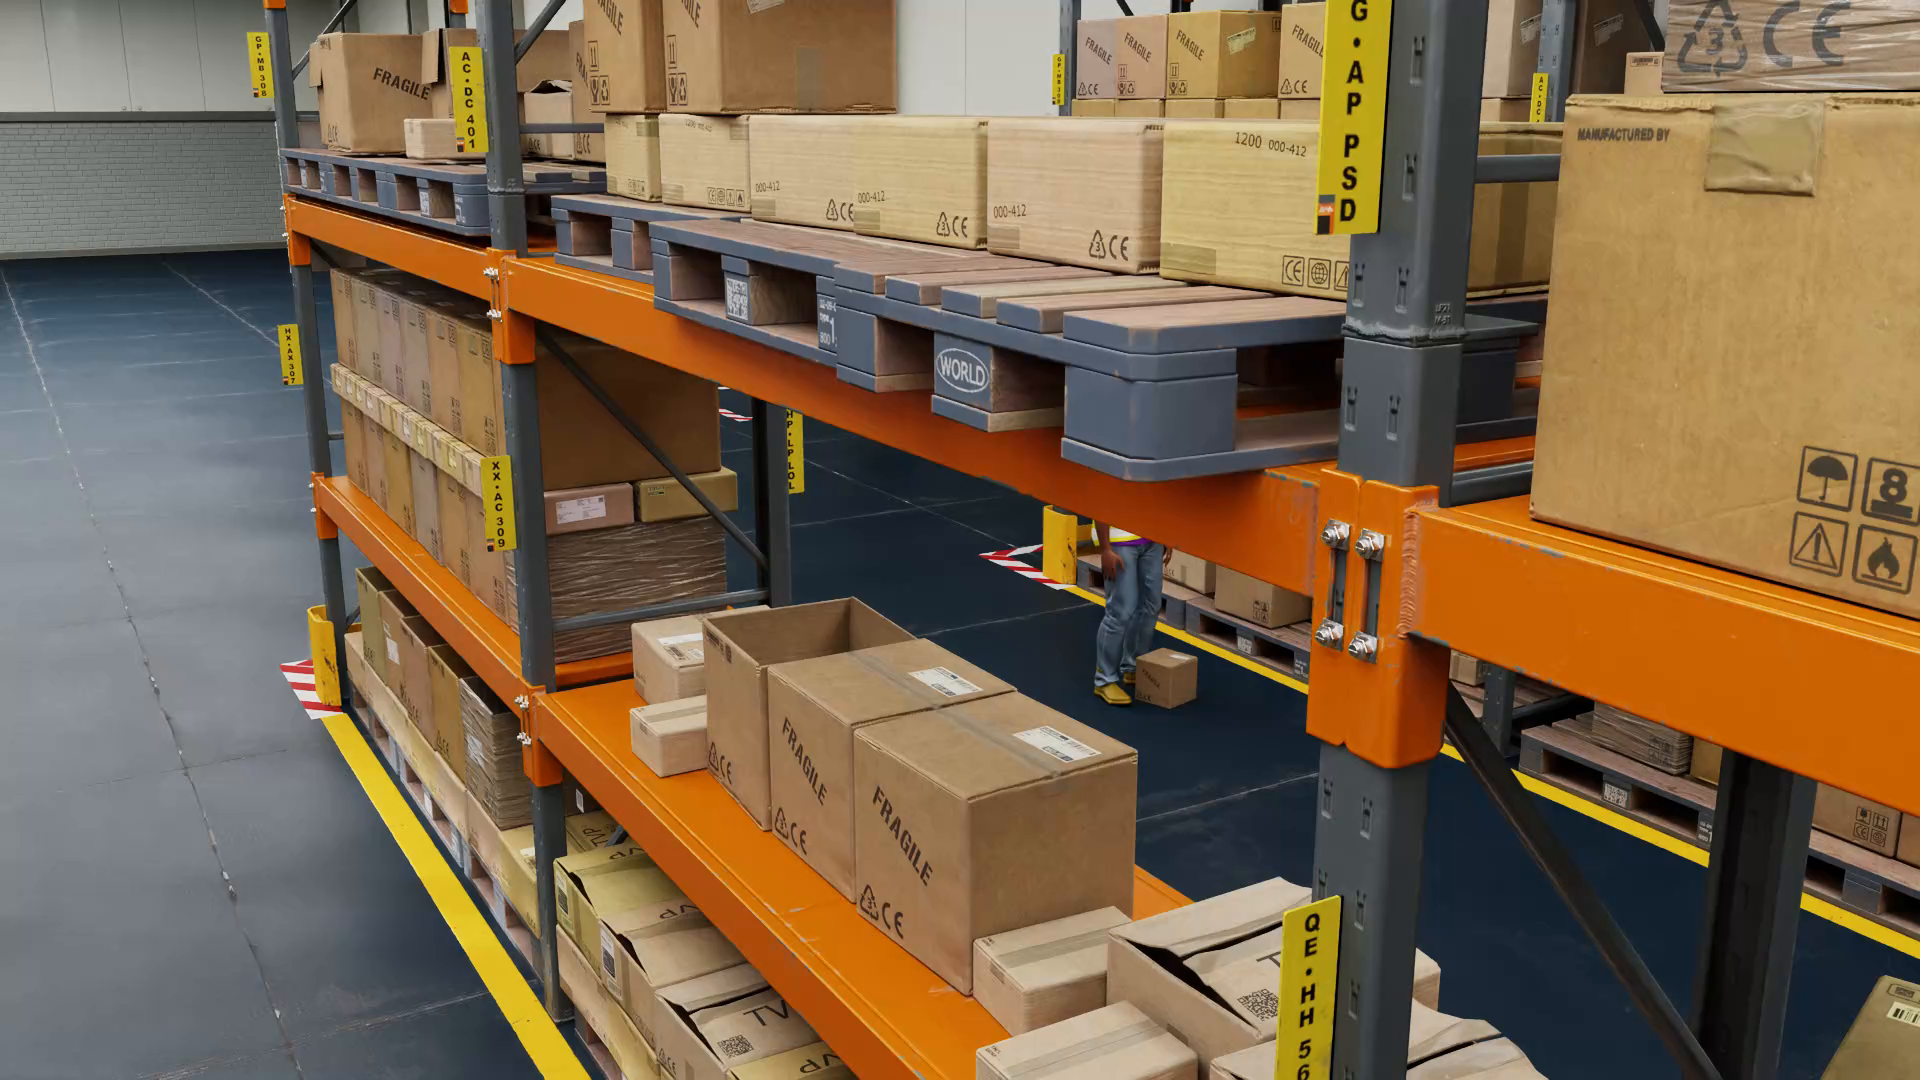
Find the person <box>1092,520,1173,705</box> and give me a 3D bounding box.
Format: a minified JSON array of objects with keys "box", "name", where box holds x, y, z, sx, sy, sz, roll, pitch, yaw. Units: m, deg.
[{"box":[0.996,0.019,9.408,0.462,1.759,0.632,13,20,41],"name":"person"}]
